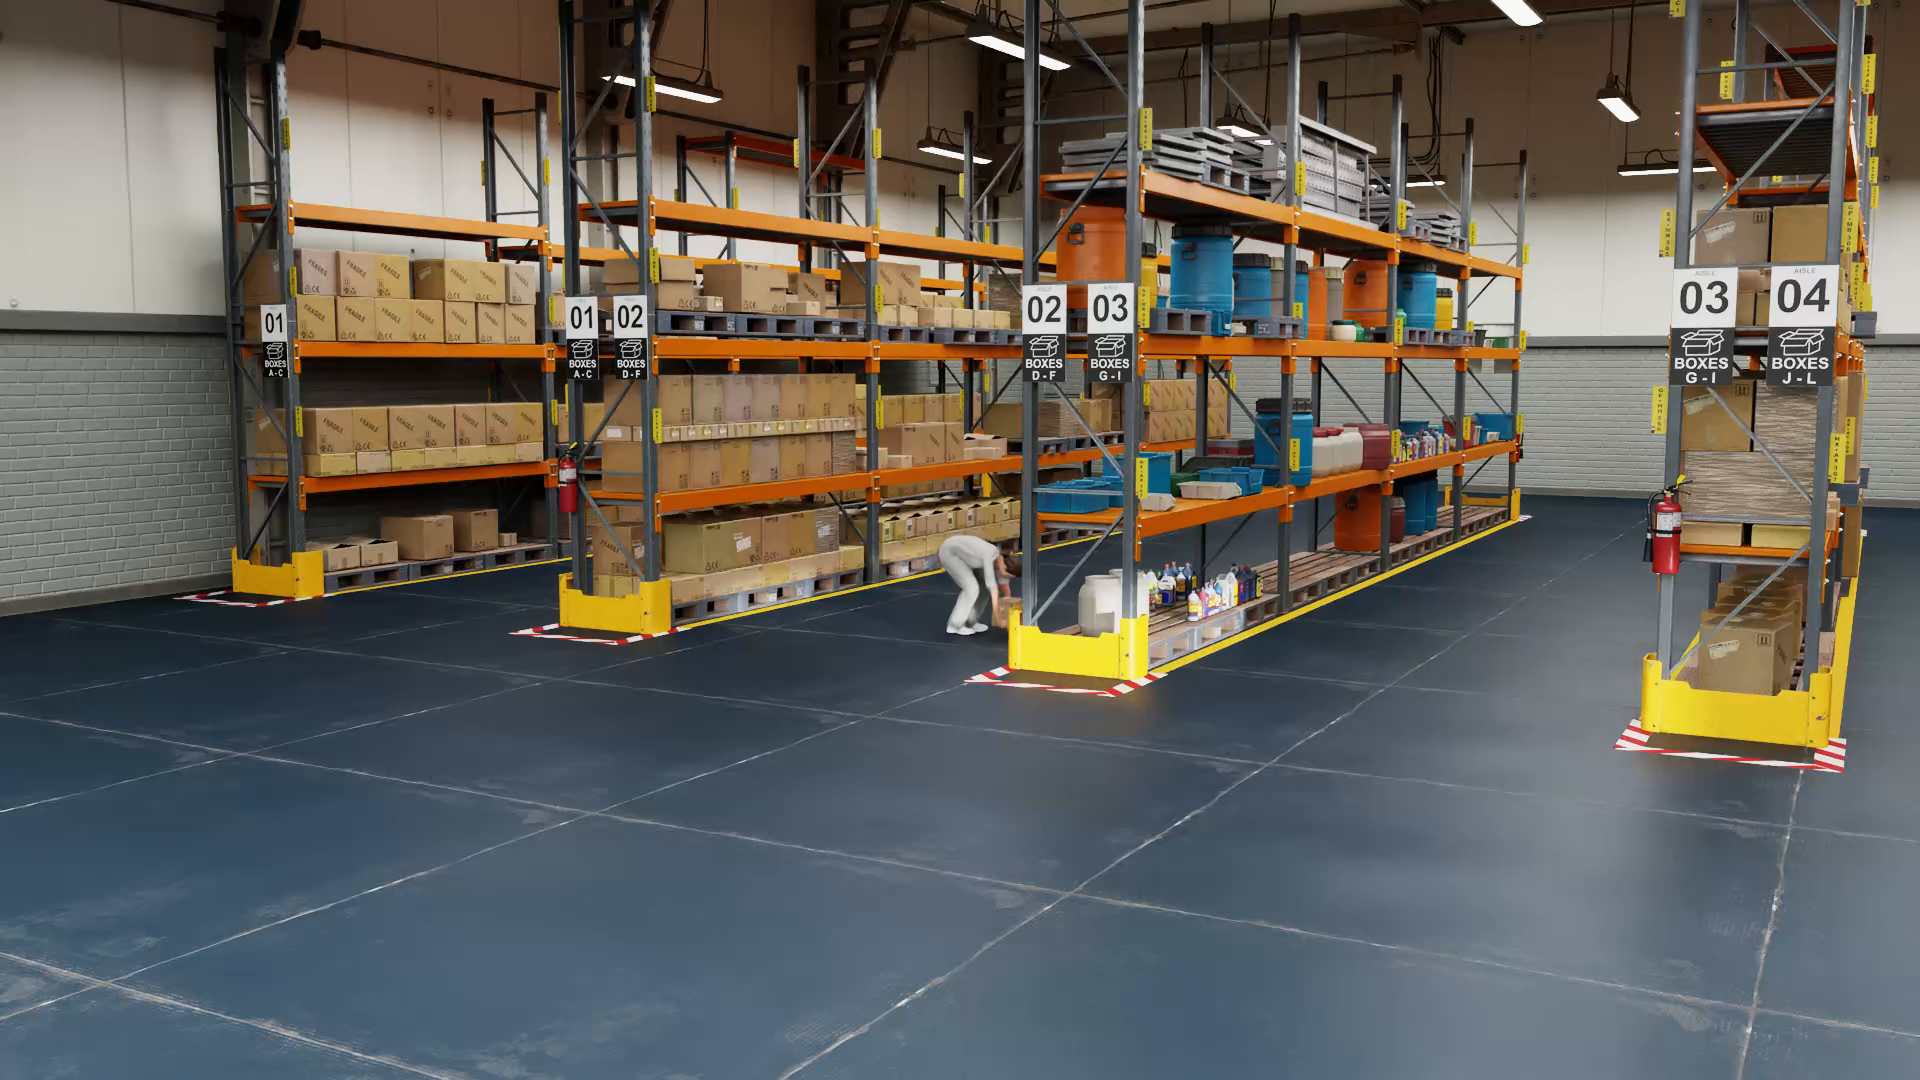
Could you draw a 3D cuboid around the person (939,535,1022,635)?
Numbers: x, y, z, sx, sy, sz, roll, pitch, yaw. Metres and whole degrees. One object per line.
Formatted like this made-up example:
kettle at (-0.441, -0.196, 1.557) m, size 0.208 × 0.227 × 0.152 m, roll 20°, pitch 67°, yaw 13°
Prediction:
person at (0.215, 0.433, 15.786) m, size 0.853 × 0.927 × 0.464 m, roll 3°, pitch 7°, yaw 26°
